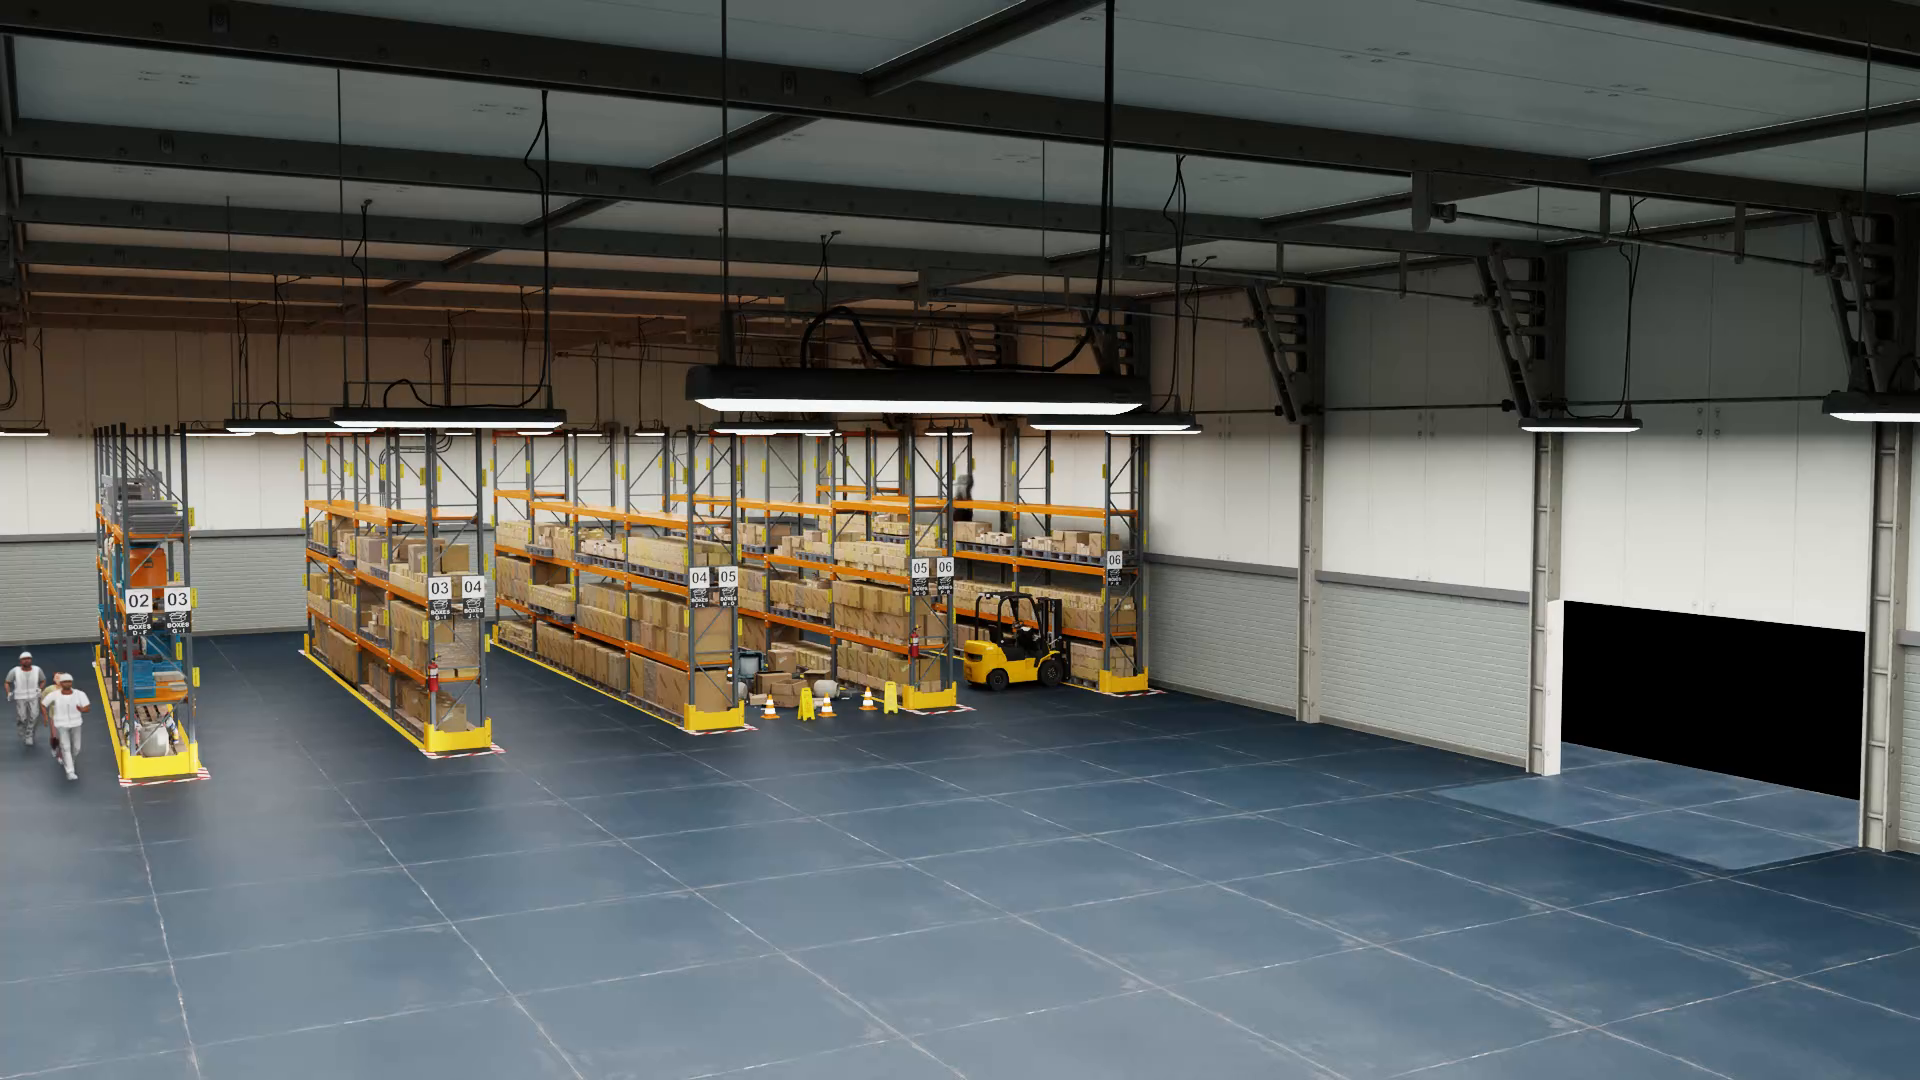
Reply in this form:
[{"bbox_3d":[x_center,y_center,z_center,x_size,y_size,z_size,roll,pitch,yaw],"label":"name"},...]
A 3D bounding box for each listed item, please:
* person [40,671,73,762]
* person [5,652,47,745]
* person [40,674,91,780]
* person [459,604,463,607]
[{"bbox_3d":[-15.929,3.141,29.417,0.573,1.600,0.537,-2,4,-33],"label":"person"},{"bbox_3d":[-17.508,2.970,31.209,0.686,1.737,0.600,-3,4,-38],"label":"person"},{"bbox_3d":[-14.988,3.120,27.946,0.708,1.739,0.981,-3,5,-41],"label":"person"},{"bbox_3d":[-12.912,2.188,43.772,0.577,1.788,0.892,-1,4,-19],"label":"person"}]
